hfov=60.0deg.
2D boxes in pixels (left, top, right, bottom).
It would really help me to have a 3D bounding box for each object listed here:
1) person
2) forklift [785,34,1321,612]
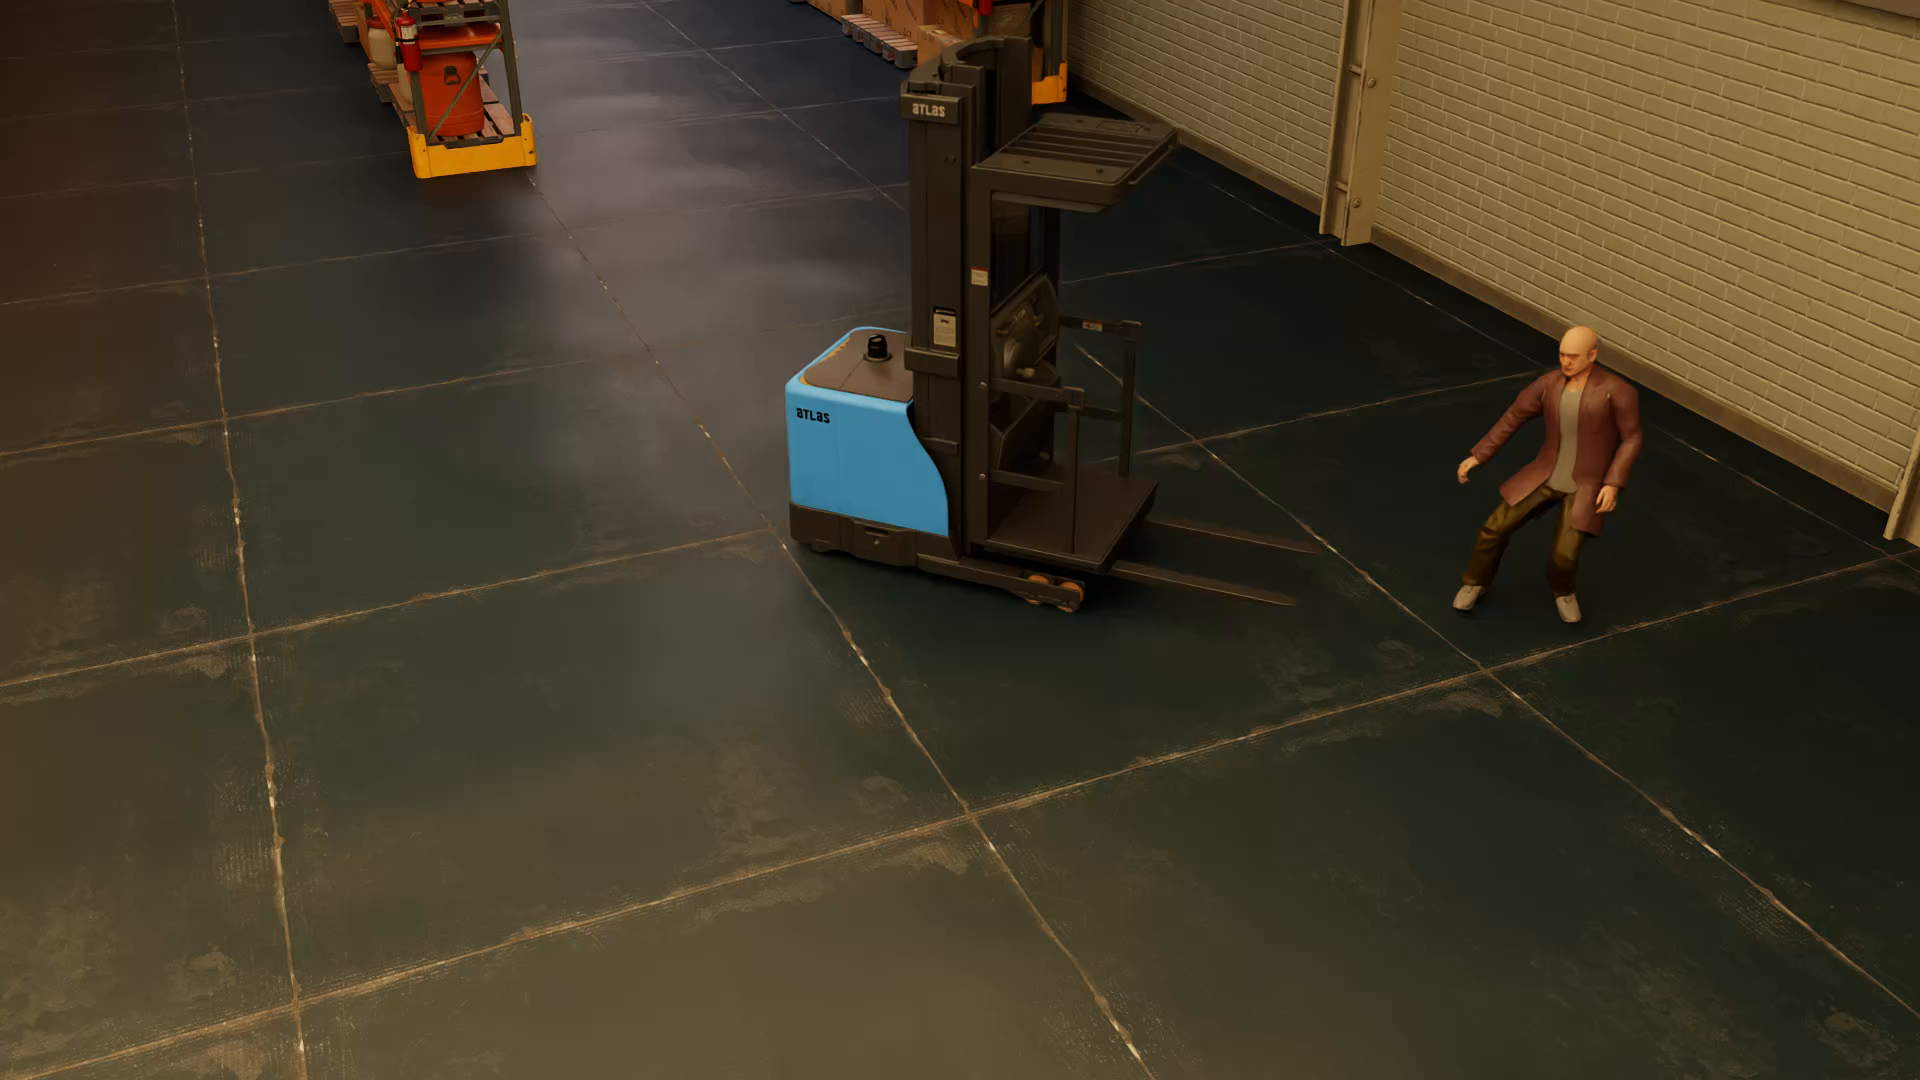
[{"bbox_3d":[3.147,-0.327,8.962,0.583,1.671,0.870,-26,39,-37],"label":"person"},{"bbox_3d":[0.547,-1.168,9.163,3.031,2.935,1.130,12,32,20],"label":"forklift"}]
